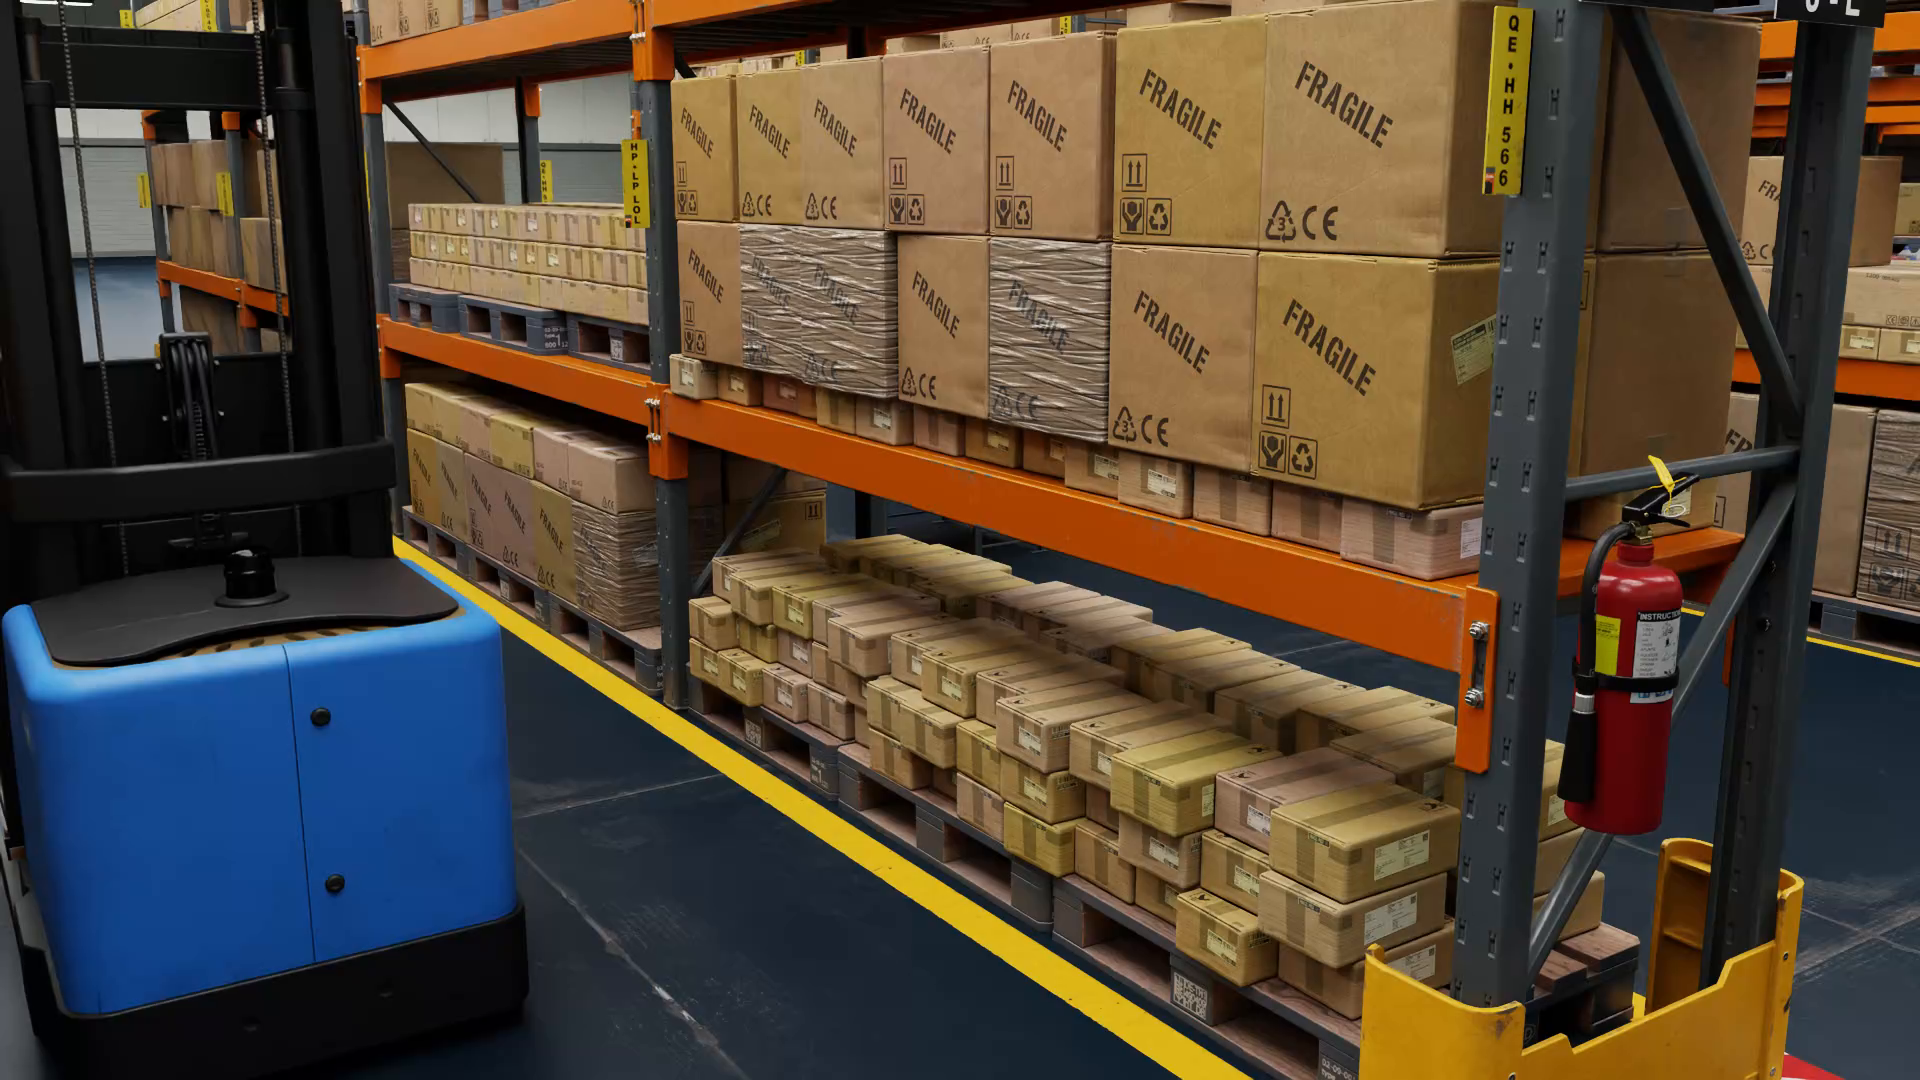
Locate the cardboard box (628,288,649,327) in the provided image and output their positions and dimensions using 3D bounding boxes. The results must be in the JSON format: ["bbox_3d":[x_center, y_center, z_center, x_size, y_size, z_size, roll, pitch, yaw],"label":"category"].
[{"bbox_3d":[-1.144,-0.970,6.879,0.380,0.149,0.250,-8,15,-34],"label":"cardboard box"}]

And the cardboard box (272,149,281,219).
[{"bbox_3d":[-4.625,-2.621,12.252,0.700,0.500,0.500,-8,15,-34],"label":"cardboard box"}]

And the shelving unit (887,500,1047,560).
[{"bbox_3d":[0.004,-0.548,9.736,0.538,1.125,1.048,-8,15,-33],"label":"shelving unit"}]

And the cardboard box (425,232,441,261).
[{"bbox_3d":[-2.723,-1.621,9.163,0.380,0.149,0.250,-7,14,-30],"label":"cardboard box"}]

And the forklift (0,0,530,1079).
[{"bbox_3d":[-2.323,-0.407,4.864,1.130,2.935,3.031,-8,15,-32],"label":"forklift"}]

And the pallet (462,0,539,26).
[{"bbox_3d":[-1.590,-2.520,7.783,1.213,0.211,1.003,-8,15,-33],"label":"pallet"}]

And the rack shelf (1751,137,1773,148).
[{"bbox_3d":[10.256,-6.060,25.216,1.077,0.370,4.000,-8,15,-33],"label":"rack shelf"}]

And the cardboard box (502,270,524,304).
[{"bbox_3d":[-2.016,-1.248,8.154,0.380,0.149,0.250,-9,15,-35],"label":"cardboard box"}]

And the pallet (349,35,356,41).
[{"bbox_3d":[-3.999,-3.231,11.037,1.003,0.211,1.213,-7,14,-30],"label":"pallet"}]

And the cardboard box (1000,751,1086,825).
[{"bbox_3d":[0.340,0.671,4.767,0.380,0.149,0.250,-8,15,-32],"label":"cardboard box"}]

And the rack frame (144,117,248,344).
[{"bbox_3d":[-7.408,-2.974,16.441,1.000,3.000,0.127,-8,15,-33],"label":"rack frame"}]

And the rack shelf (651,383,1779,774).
[{"bbox_3d":[0.349,-0.133,5.132,1.077,0.370,4.000,-8,15,-33],"label":"rack shelf"}]

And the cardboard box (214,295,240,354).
[{"bbox_3d":[-5.985,-1.710,14.650,0.875,0.875,0.875,-8,15,-32],"label":"cardboard box"}]

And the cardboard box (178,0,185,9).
[{"bbox_3d":[-6.222,-4.456,13.702,0.380,0.149,0.250,-8,15,-33],"label":"cardboard box"}]

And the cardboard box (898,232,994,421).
[{"bbox_3d":[0.156,-0.643,4.852,0.500,0.500,0.500,-7,14,-30],"label":"cardboard box"}]

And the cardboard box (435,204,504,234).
[{"bbox_3d":[-2.597,-1.728,8.953,0.380,0.149,0.250,-8,15,-33],"label":"cardboard box"}]

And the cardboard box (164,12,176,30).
[{"bbox_3d":[-6.515,-4.380,14.287,0.500,0.250,0.500,-8,15,-33],"label":"cardboard box"}]

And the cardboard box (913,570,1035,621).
[{"bbox_3d":[0.052,0.229,6.091,0.380,0.149,0.250,-8,14,-31],"label":"cardboard box"}]

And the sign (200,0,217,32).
[{"bbox_3d":[-5.653,-3.953,12.502,0.100,0.325,0.005,-8,15,-33],"label":"sign"}]

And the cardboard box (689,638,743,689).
[{"bbox_3d":[-0.825,0.450,6.471,0.380,0.149,0.250,-9,15,-35],"label":"cardboard box"}]

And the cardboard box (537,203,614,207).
[{"bbox_3d":[-2.185,-1.847,9.497,0.380,0.149,0.250,-8,15,-33],"label":"cardboard box"}]

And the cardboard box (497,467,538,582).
[{"bbox_3d":[-1.944,-0.109,8.206,0.500,0.500,0.500,-8,15,-34],"label":"cardboard box"}]

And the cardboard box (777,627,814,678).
[{"bbox_3d":[-0.445,0.378,6.106,0.380,0.149,0.250,-8,15,-33],"label":"cardboard box"}]

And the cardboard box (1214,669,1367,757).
[{"bbox_3d":[0.957,0.506,4.825,0.380,0.149,0.250,-9,15,-36],"label":"cardboard box"}]

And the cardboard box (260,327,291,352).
[{"bbox_3d":[-4.773,-1.269,12.927,1.050,0.750,0.750,-8,15,-33],"label":"cardboard box"}]

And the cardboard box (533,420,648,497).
[{"bbox_3d":[-1.656,-0.386,7.718,0.500,0.250,0.500,-7,14,-30],"label":"cardboard box"}]

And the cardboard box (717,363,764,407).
[{"bbox_3d":[-0.670,-0.591,6.131,0.380,0.149,0.250,-8,14,-31],"label":"cardboard box"}]

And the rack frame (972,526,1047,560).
[{"bbox_3d":[0.285,-0.458,9.323,0.500,1.125,0.032,-8,15,-33],"label":"rack frame"}]

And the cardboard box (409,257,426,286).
[{"bbox_3d":[-2.896,-1.530,9.443,0.380,0.149,0.250,-8,15,-34],"label":"cardboard box"}]

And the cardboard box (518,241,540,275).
[{"bbox_3d":[-1.878,-1.349,7.918,0.380,0.149,0.250,-8,15,-33],"label":"cardboard box"}]

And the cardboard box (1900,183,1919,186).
[{"bbox_3d":[12.603,-4.444,21.900,0.700,0.500,0.500,-8,15,-33],"label":"cardboard box"}]

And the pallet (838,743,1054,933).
[{"bbox_3d":[0.322,0.855,5.459,1.003,0.211,1.213,-8,15,-33],"label":"pallet"}]

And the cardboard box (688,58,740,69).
[{"bbox_3d":[-2.625,-5.151,17.273,0.500,0.500,0.500,-8,15,-33],"label":"cardboard box"}]

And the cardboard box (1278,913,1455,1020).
[{"bbox_3d":[0.992,0.990,4.003,0.380,0.149,0.250,-8,15,-32],"label":"cardboard box"}]

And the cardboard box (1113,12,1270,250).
[{"bbox_3d":[0.715,-0.953,3.929,0.500,0.500,0.500,-9,15,-35],"label":"cardboard box"}]

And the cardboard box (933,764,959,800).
[{"bbox_3d":[0.137,0.714,5.266,0.380,0.149,0.250,-8,14,-31],"label":"cardboard box"}]

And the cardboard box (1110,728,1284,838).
[{"bbox_3d":[0.612,0.622,4.295,0.380,0.149,0.250,-8,15,-34],"label":"cardboard box"}]

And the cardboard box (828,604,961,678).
[{"bbox_3d":[-0.220,0.337,5.599,0.380,0.149,0.250,-8,15,-32],"label":"cardboard box"}]

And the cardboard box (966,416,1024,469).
[{"bbox_3d":[0.240,-0.315,4.870,0.380,0.149,0.250,-8,15,-32],"label":"cardboard box"}]

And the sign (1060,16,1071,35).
[{"bbox_3d":[0.757,-3.775,11.869,0.100,0.325,0.005,-8,15,-33],"label":"sign"}]

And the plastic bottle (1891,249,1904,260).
[{"bbox_3d":[6.895,-2.006,12.286,0.061,0.283,0.133,-8,15,-33],"label":"plastic bottle"}]

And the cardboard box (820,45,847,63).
[{"bbox_3d":[-0.829,-4.458,14.978,0.797,0.503,0.637,-9,15,-36],"label":"cardboard box"}]

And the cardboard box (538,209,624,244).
[{"bbox_3d":[-1.714,-1.446,7.665,0.380,0.149,0.250,-9,15,-35],"label":"cardboard box"}]

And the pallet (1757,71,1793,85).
[{"bbox_3d":[6.402,-3.698,13.170,1.003,0.211,1.213,-8,15,-33],"label":"pallet"}]

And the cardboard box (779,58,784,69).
[{"bbox_3d":[-1.499,-4.501,15.818,0.380,0.149,0.250,-8,15,-32],"label":"cardboard box"}]

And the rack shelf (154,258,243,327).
[{"bbox_3d":[-6.300,-2.267,14.891,1.077,0.370,4.000,-8,15,-33],"label":"rack shelf"}]

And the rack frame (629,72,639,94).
[{"bbox_3d":[-3.223,-6.474,18.402,1.000,3.000,0.127,-8,15,-33],"label":"rack frame"}]

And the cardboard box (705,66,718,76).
[{"bbox_3d":[-2.394,-4.780,17.093,0.380,0.149,0.250,-8,15,-33],"label":"cardboard box"}]

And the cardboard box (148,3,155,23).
[{"bbox_3d":[-7.069,-4.728,14.944,0.380,0.149,0.250,-8,15,-32],"label":"cardboard box"}]

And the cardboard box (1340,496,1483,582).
[{"bbox_3d":[1.041,-0.030,3.567,0.380,0.149,0.250,-8,15,-33],"label":"cardboard box"}]

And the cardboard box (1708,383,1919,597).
[{"bbox_3d":[4.223,-0.289,8.154,0.875,0.875,0.875,-8,15,-33],"label":"cardboard box"}]

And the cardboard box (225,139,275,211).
[{"bbox_3d":[-5.368,-2.933,13.375,0.875,0.550,0.550,-8,15,-33],"label":"cardboard box"}]

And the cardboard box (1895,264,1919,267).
[{"bbox_3d":[4.738,-1.161,7.803,0.500,0.250,0.500,-8,15,-34],"label":"cardboard box"}]
